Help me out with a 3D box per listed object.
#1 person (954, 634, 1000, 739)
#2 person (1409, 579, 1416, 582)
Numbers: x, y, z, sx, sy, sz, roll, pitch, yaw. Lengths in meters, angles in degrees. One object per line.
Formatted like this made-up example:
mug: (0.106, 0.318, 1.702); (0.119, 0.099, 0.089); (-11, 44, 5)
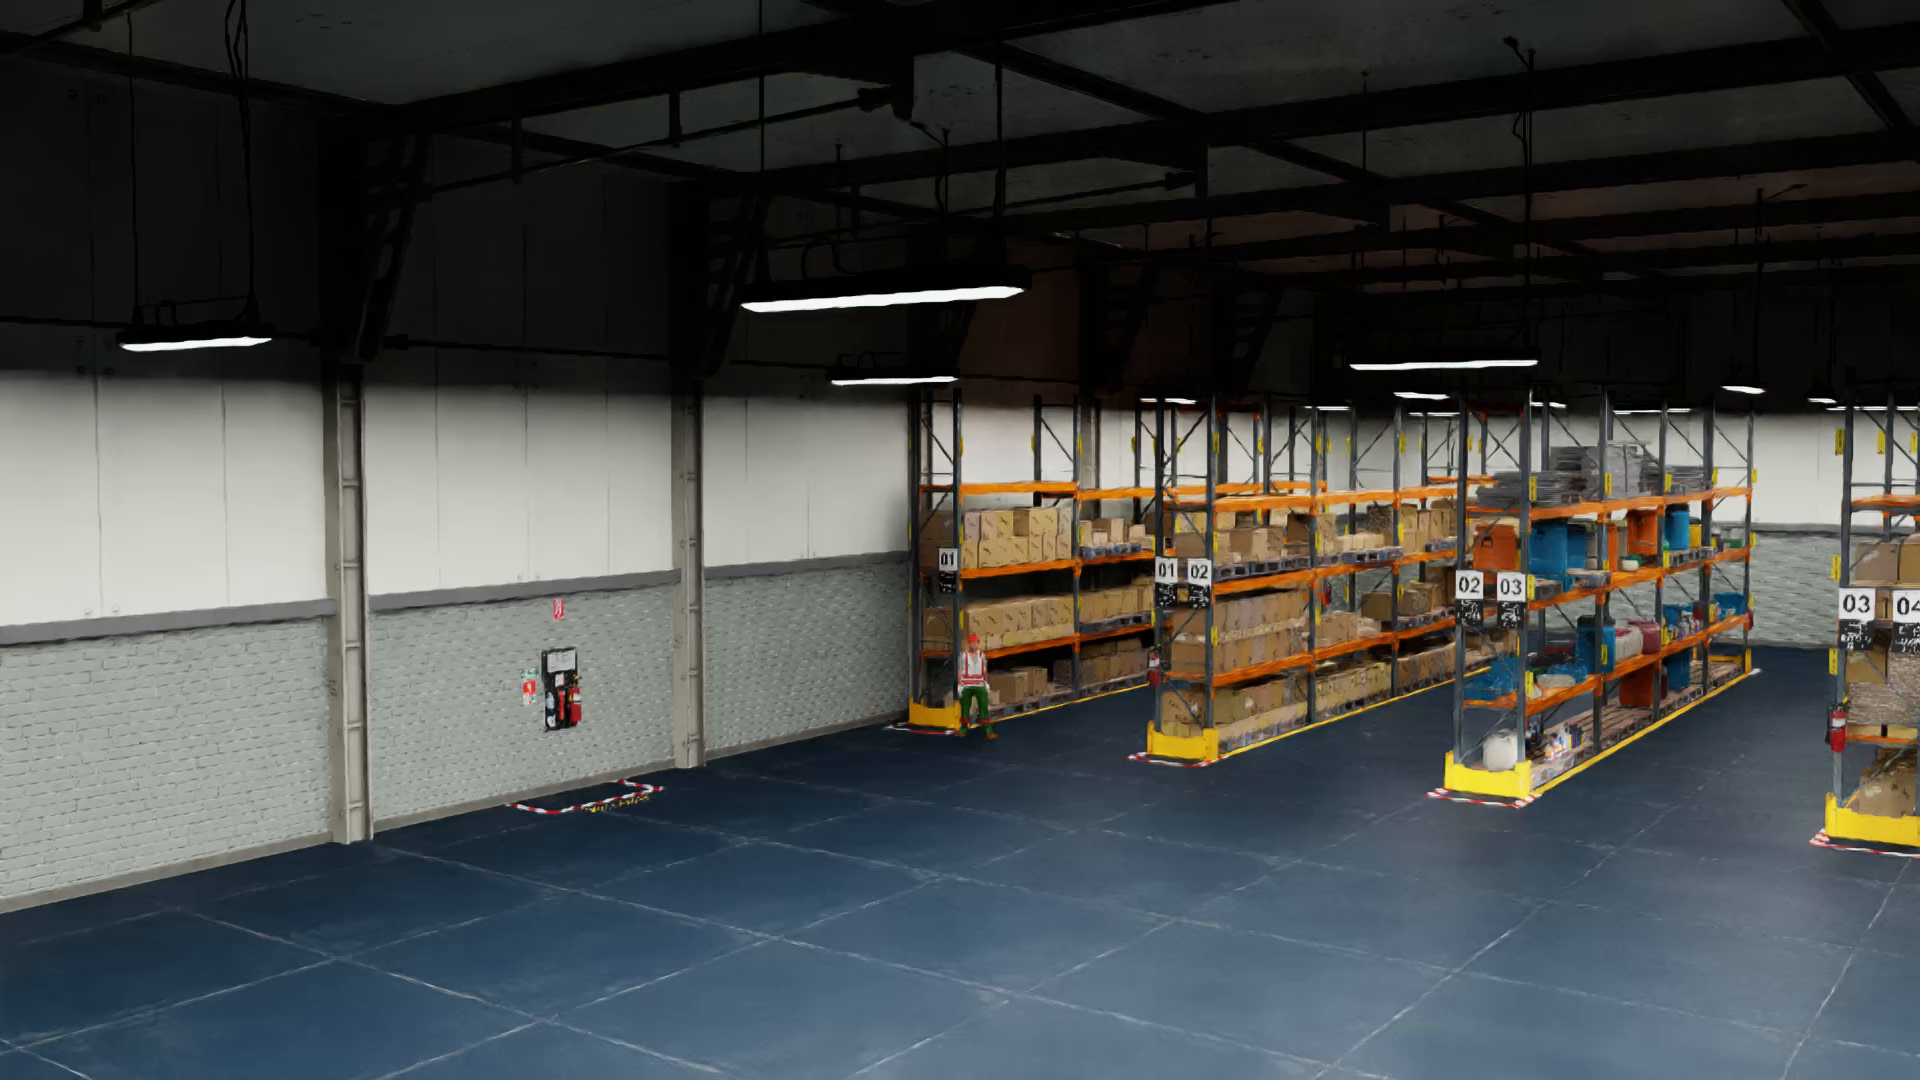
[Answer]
person: (0.270, 2.484, 28.292); (0.718, 1.780, 0.568); (-1, 3, -15)
person: (10.822, 1.833, 39.621); (0.442, 1.792, 0.606); (0, 3, 5)
